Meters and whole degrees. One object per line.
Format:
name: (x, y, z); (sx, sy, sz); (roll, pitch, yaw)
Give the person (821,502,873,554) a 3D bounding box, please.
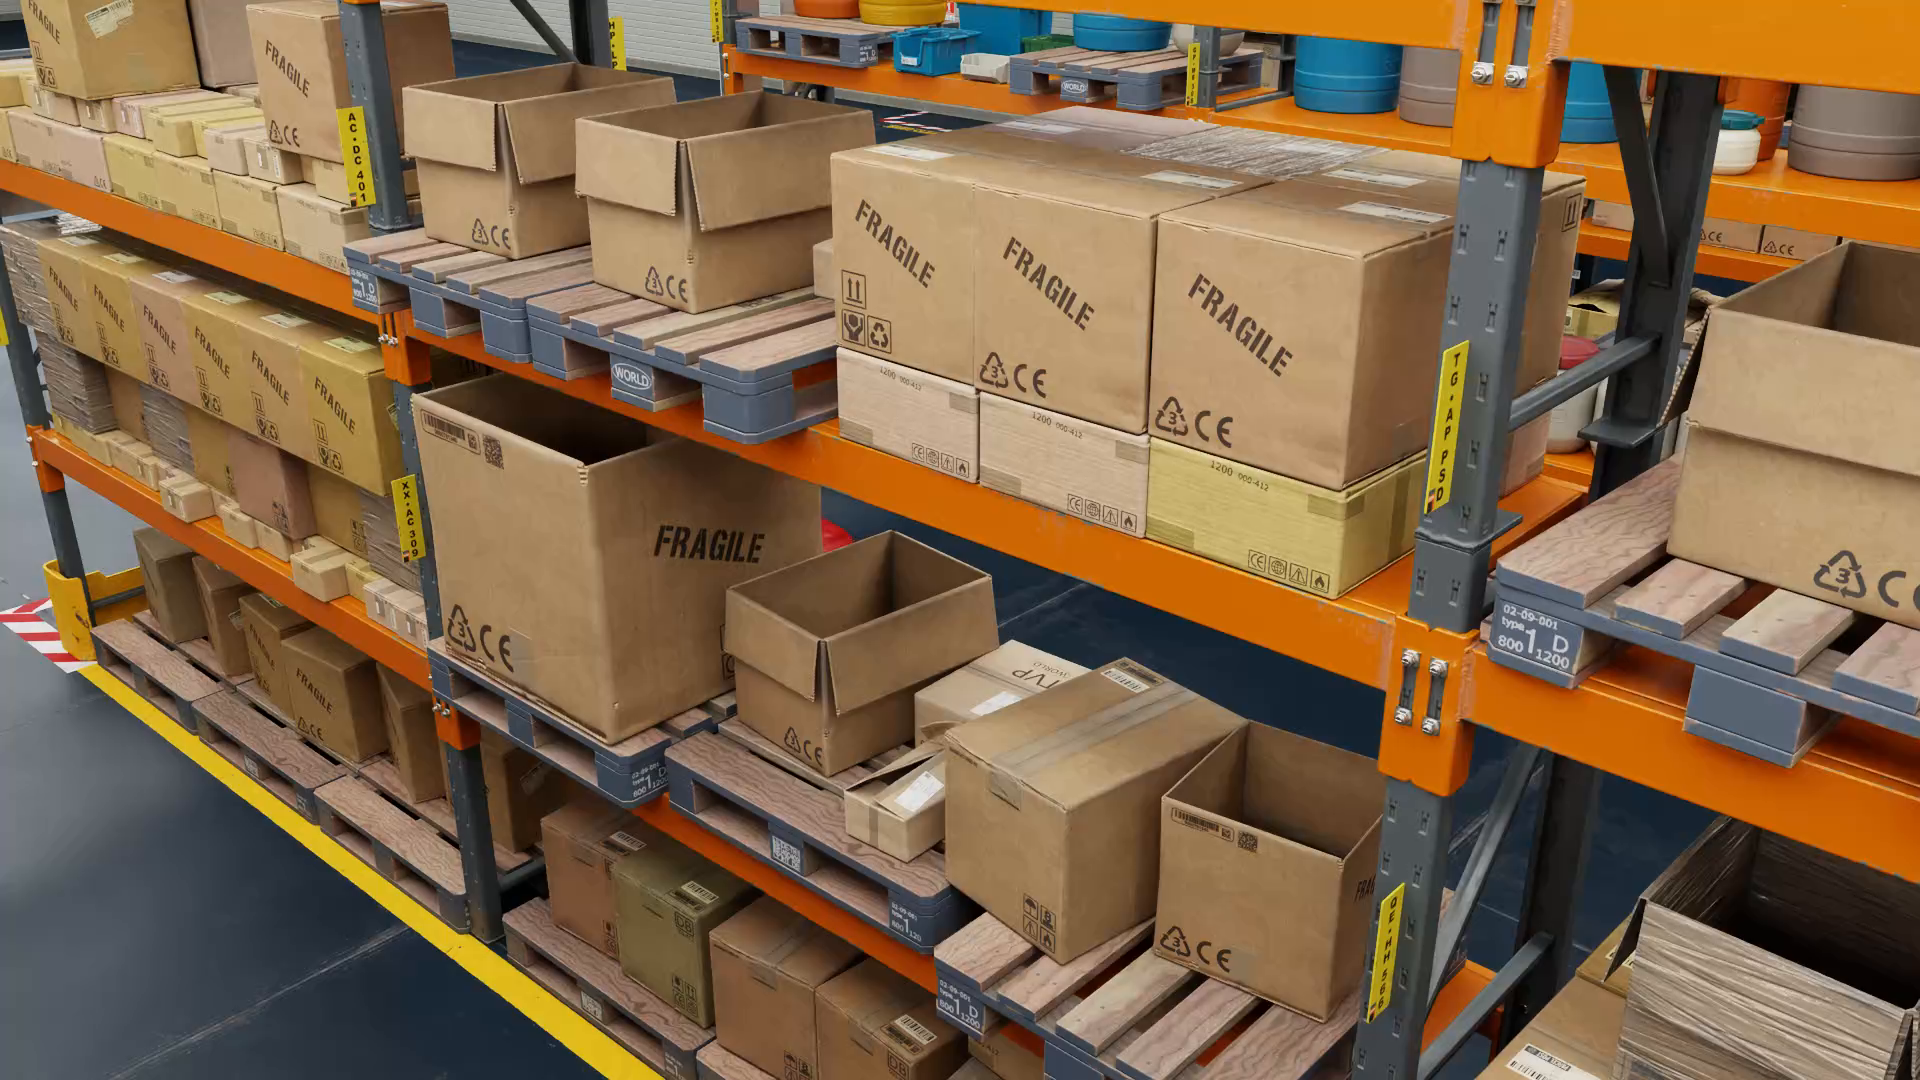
person: (-0.899, 0.171, 9.387); (0.956, 0.837, 0.526); (19, 30, 36)
